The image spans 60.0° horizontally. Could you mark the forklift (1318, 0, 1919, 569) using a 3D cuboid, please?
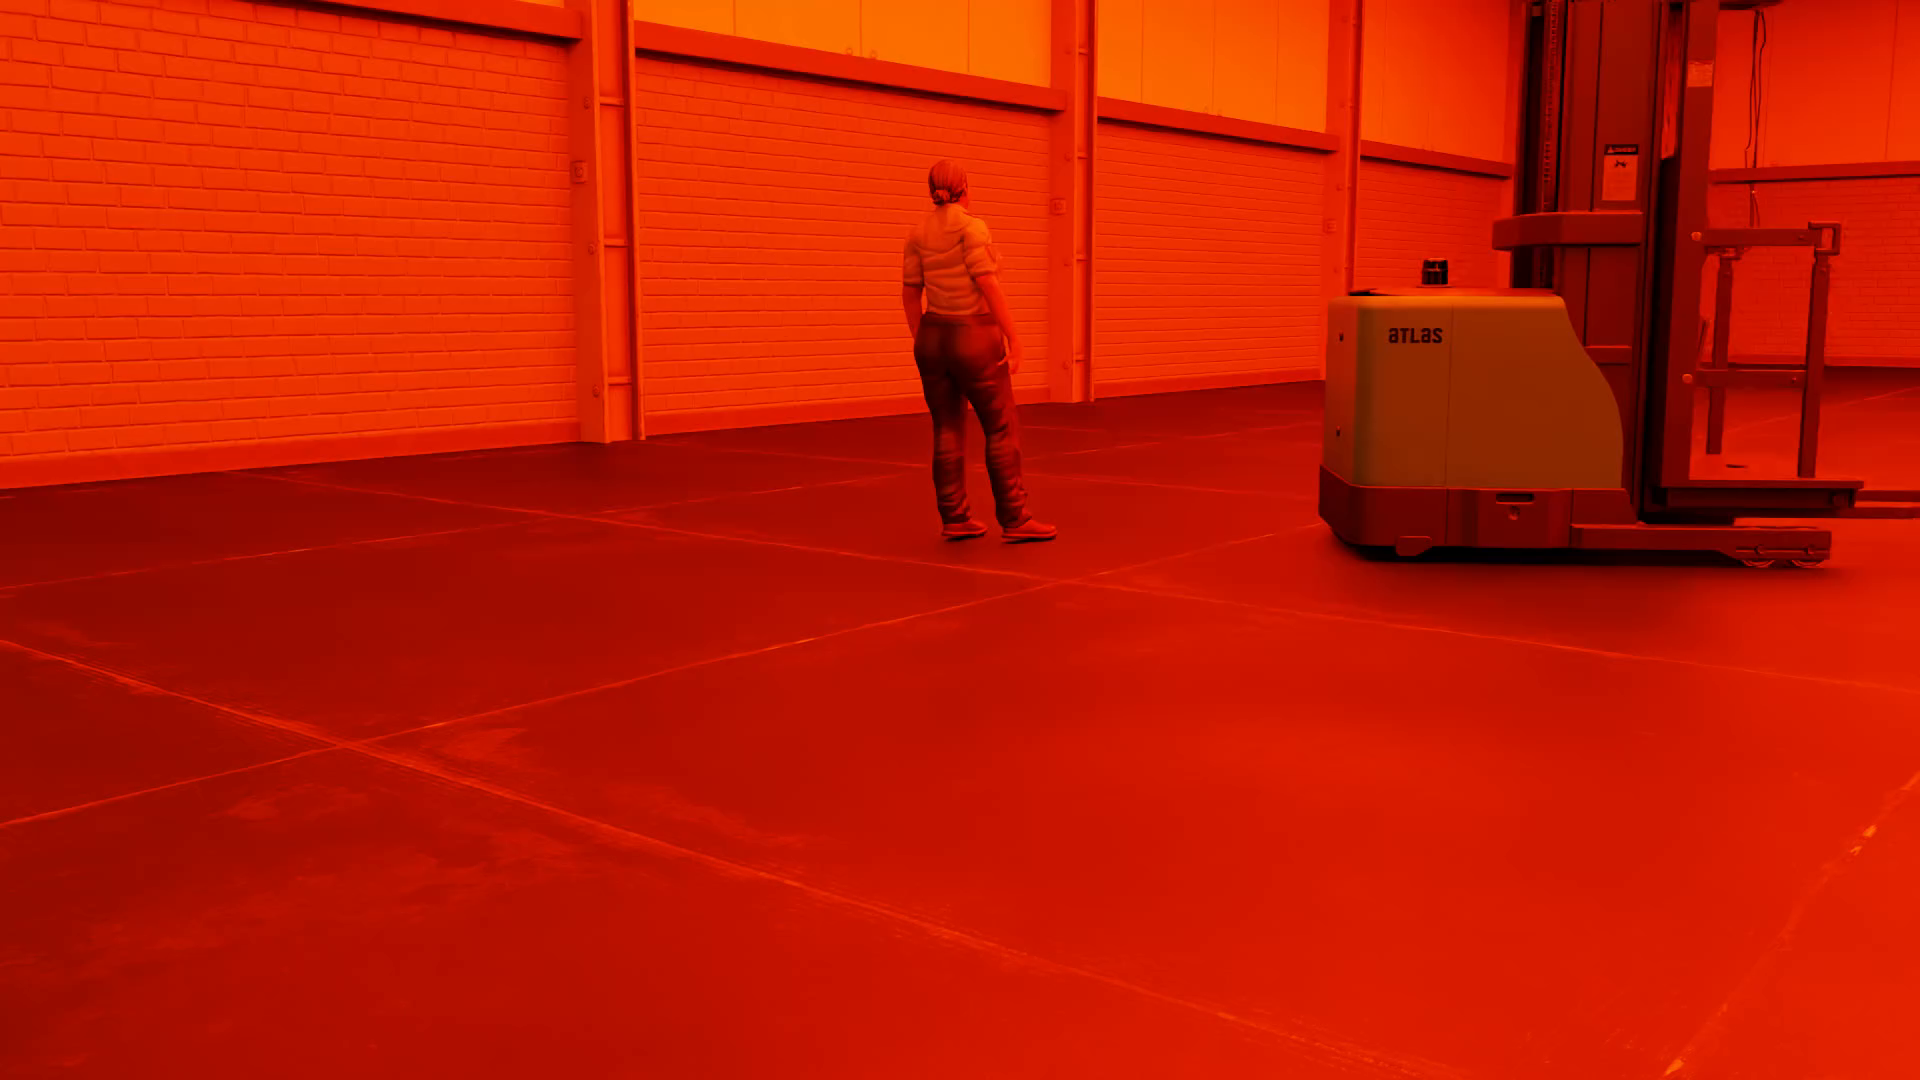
[{"bbox_3d":[3.136,-1.416,6.957,3.031,2.935,1.130,1,8,4],"label":"forklift"}]

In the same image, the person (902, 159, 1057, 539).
[{"bbox_3d":[0.075,-0.830,7.340,0.598,1.651,0.502,7,11,38],"label":"person"}]
